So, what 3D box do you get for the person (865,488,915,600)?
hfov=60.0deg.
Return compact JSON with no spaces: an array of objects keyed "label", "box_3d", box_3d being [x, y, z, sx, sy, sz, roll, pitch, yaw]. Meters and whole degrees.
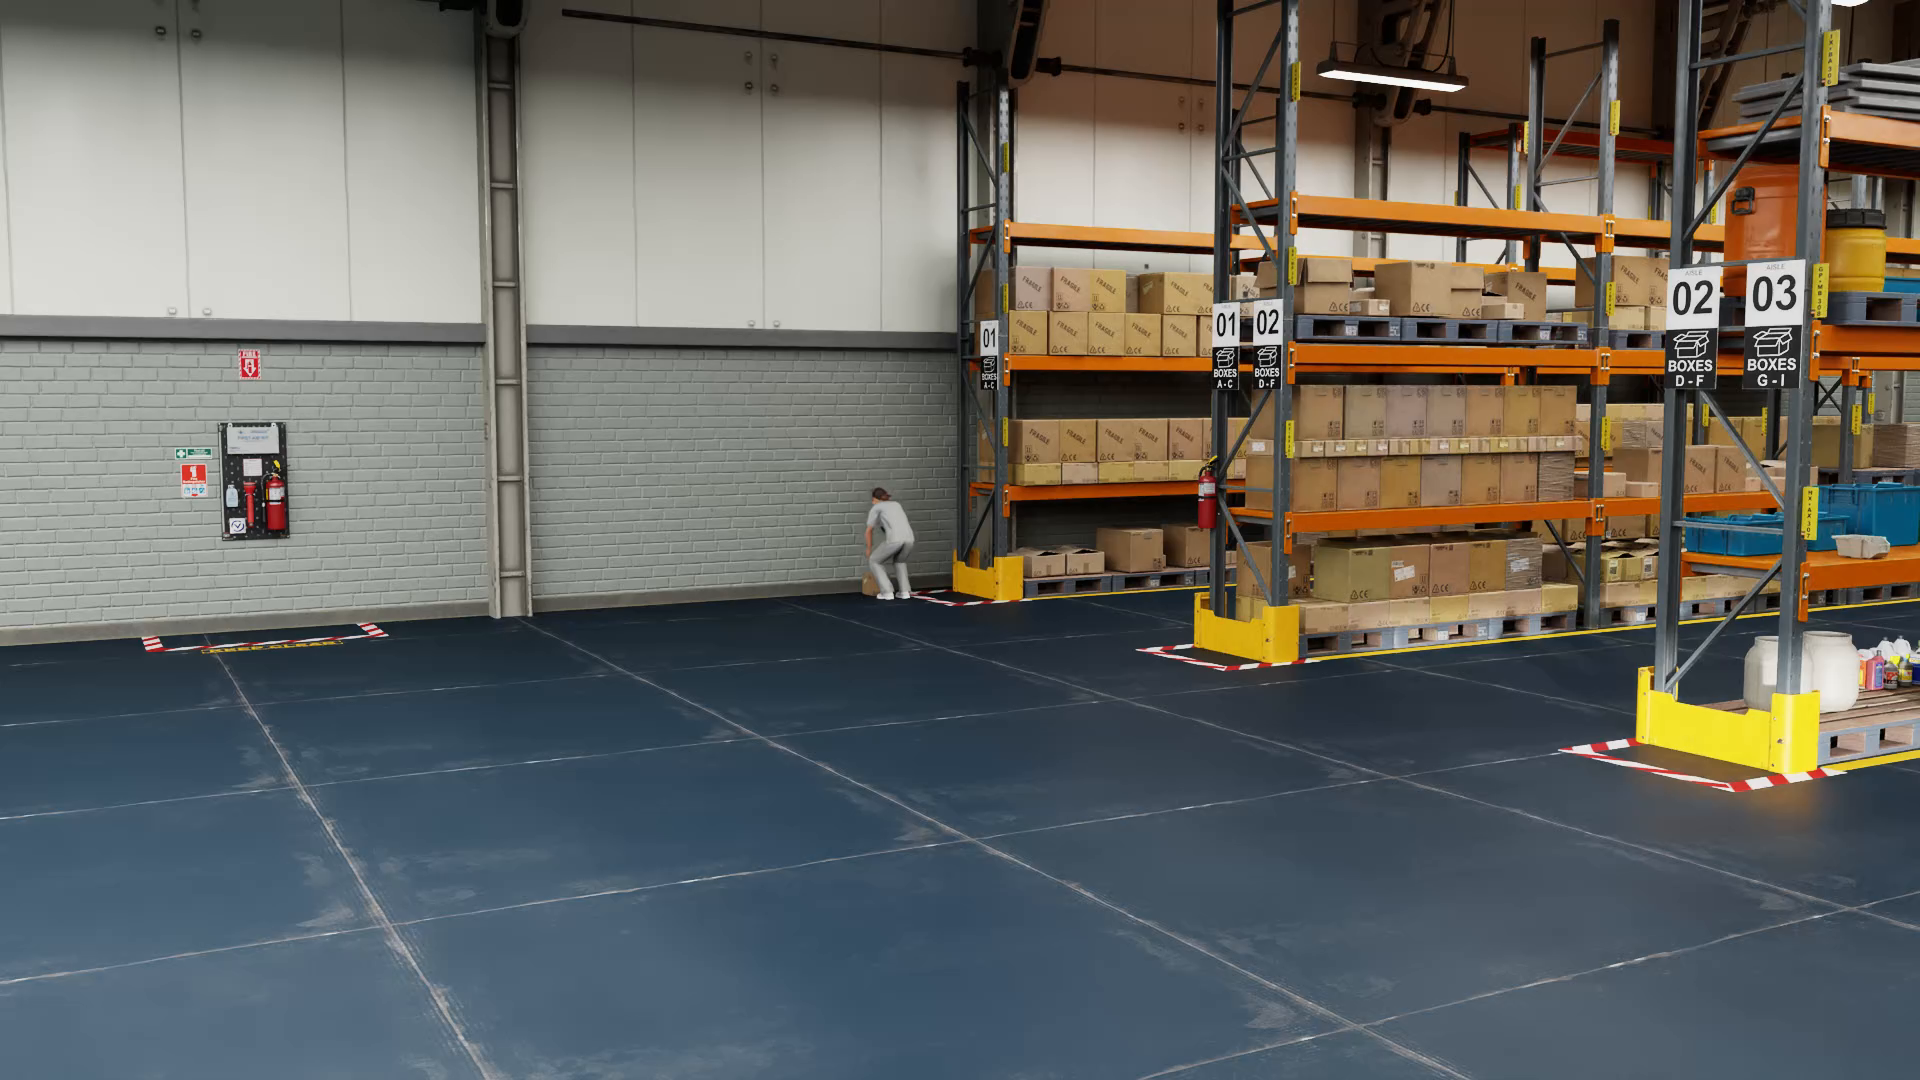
[{"label":"person","box_3d":[-0.825,0.043,19.262,0.492,1.275,0.697,-3,6,-29]}]
